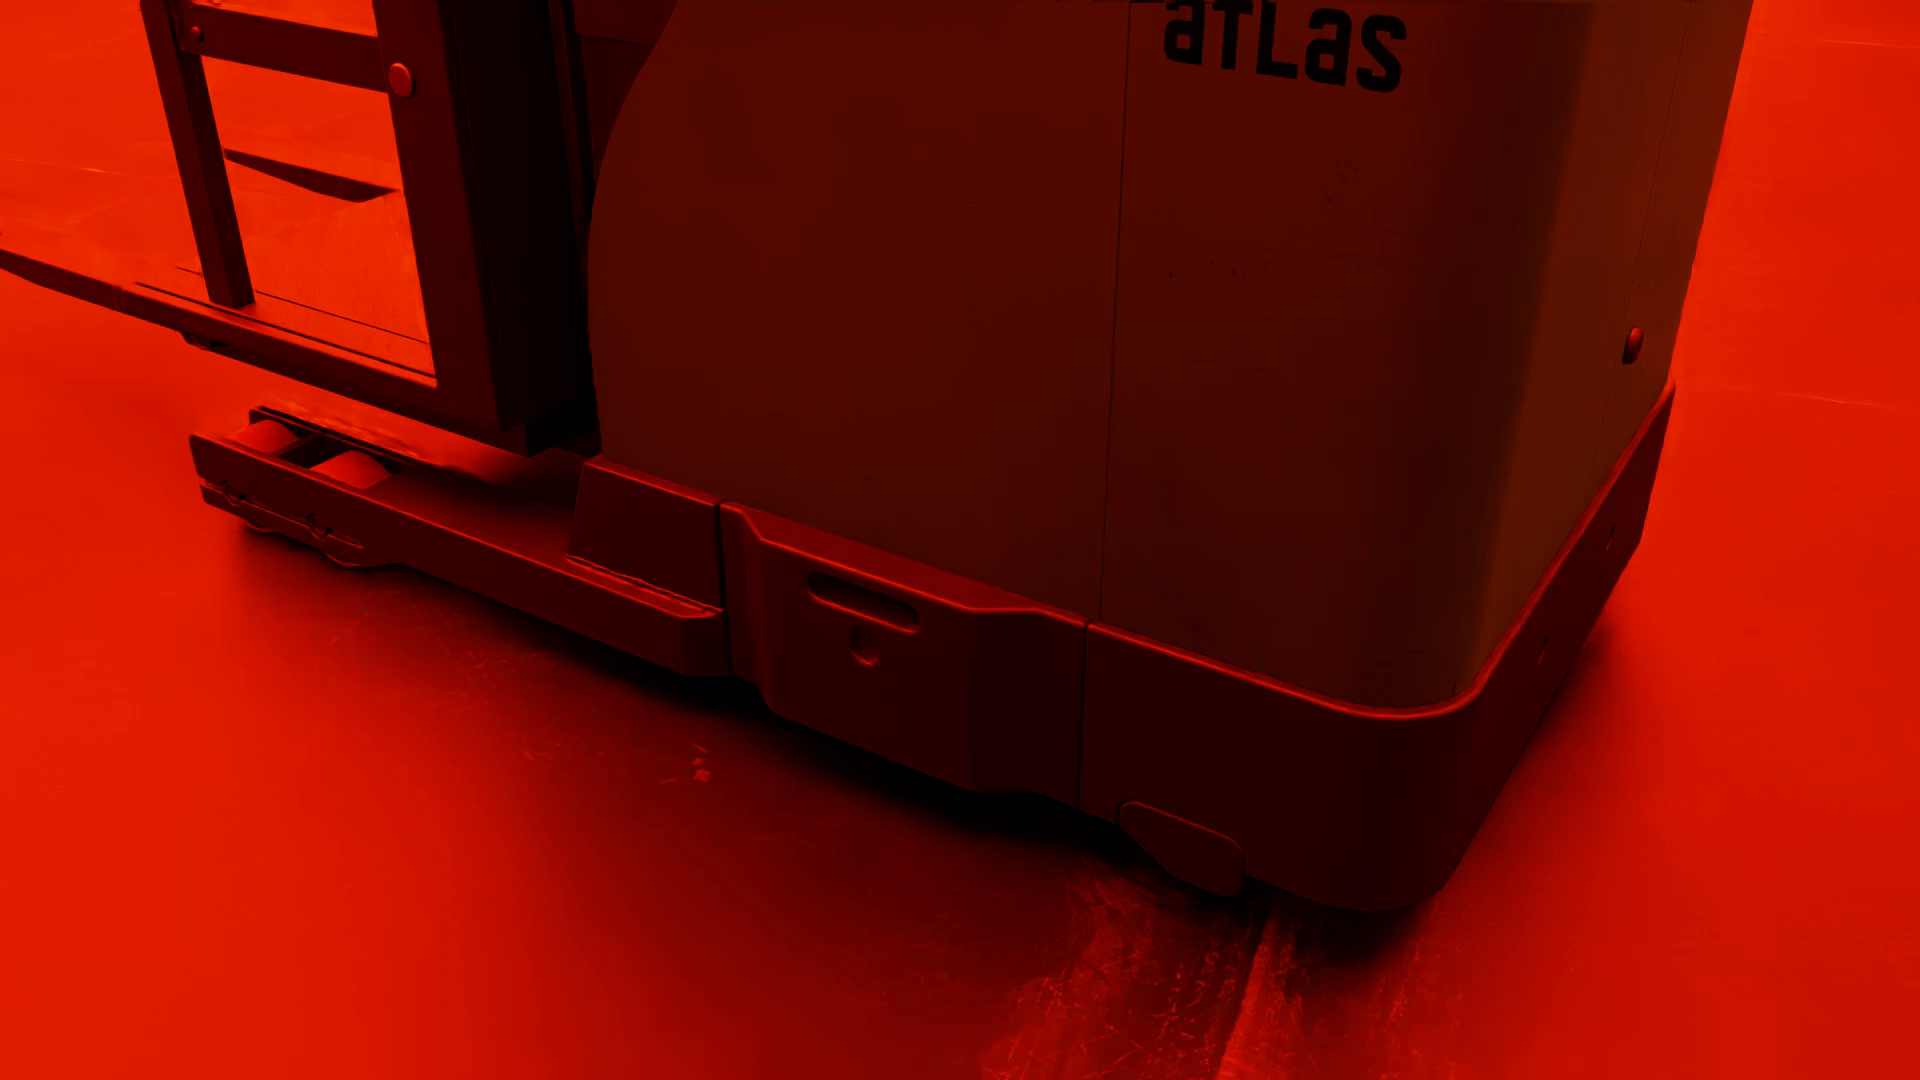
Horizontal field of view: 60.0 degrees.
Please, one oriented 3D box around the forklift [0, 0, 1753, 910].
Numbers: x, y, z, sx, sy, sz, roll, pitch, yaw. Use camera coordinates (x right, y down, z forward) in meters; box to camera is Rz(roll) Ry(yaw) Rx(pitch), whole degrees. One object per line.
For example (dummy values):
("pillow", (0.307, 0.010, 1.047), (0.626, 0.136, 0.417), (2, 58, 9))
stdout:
("forklift", (-0.545, -1.435, 2.060), (3.031, 2.935, 1.130), (17, 34, 28))
